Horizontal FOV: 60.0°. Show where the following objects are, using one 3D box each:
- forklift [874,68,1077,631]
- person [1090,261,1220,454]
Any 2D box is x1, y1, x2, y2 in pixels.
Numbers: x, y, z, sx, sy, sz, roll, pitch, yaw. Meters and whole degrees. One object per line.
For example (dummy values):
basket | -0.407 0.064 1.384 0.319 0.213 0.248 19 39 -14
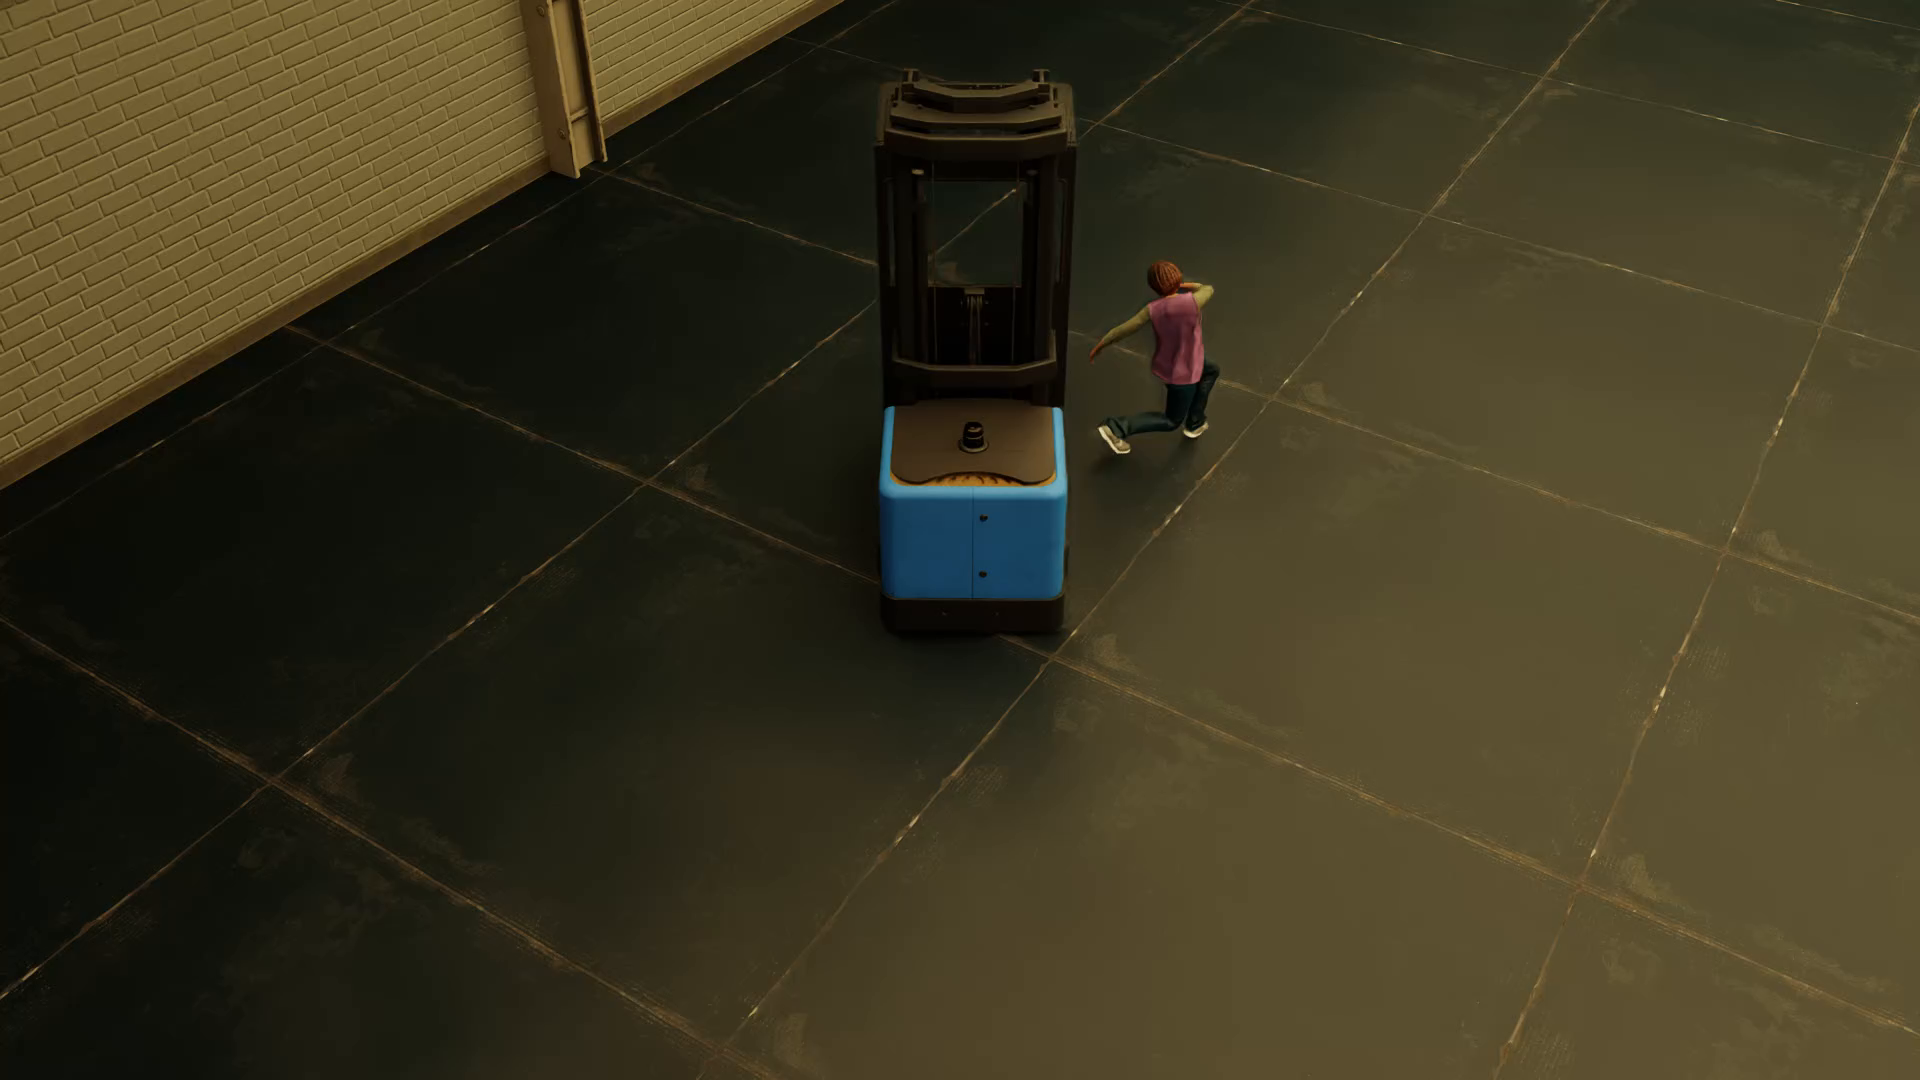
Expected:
forklift | 0.086 -1.522 9.763 1.130 2.935 3.031 0 40 0
person | 1.255 -1.183 10.629 0.867 1.377 0.632 -27 47 -29
